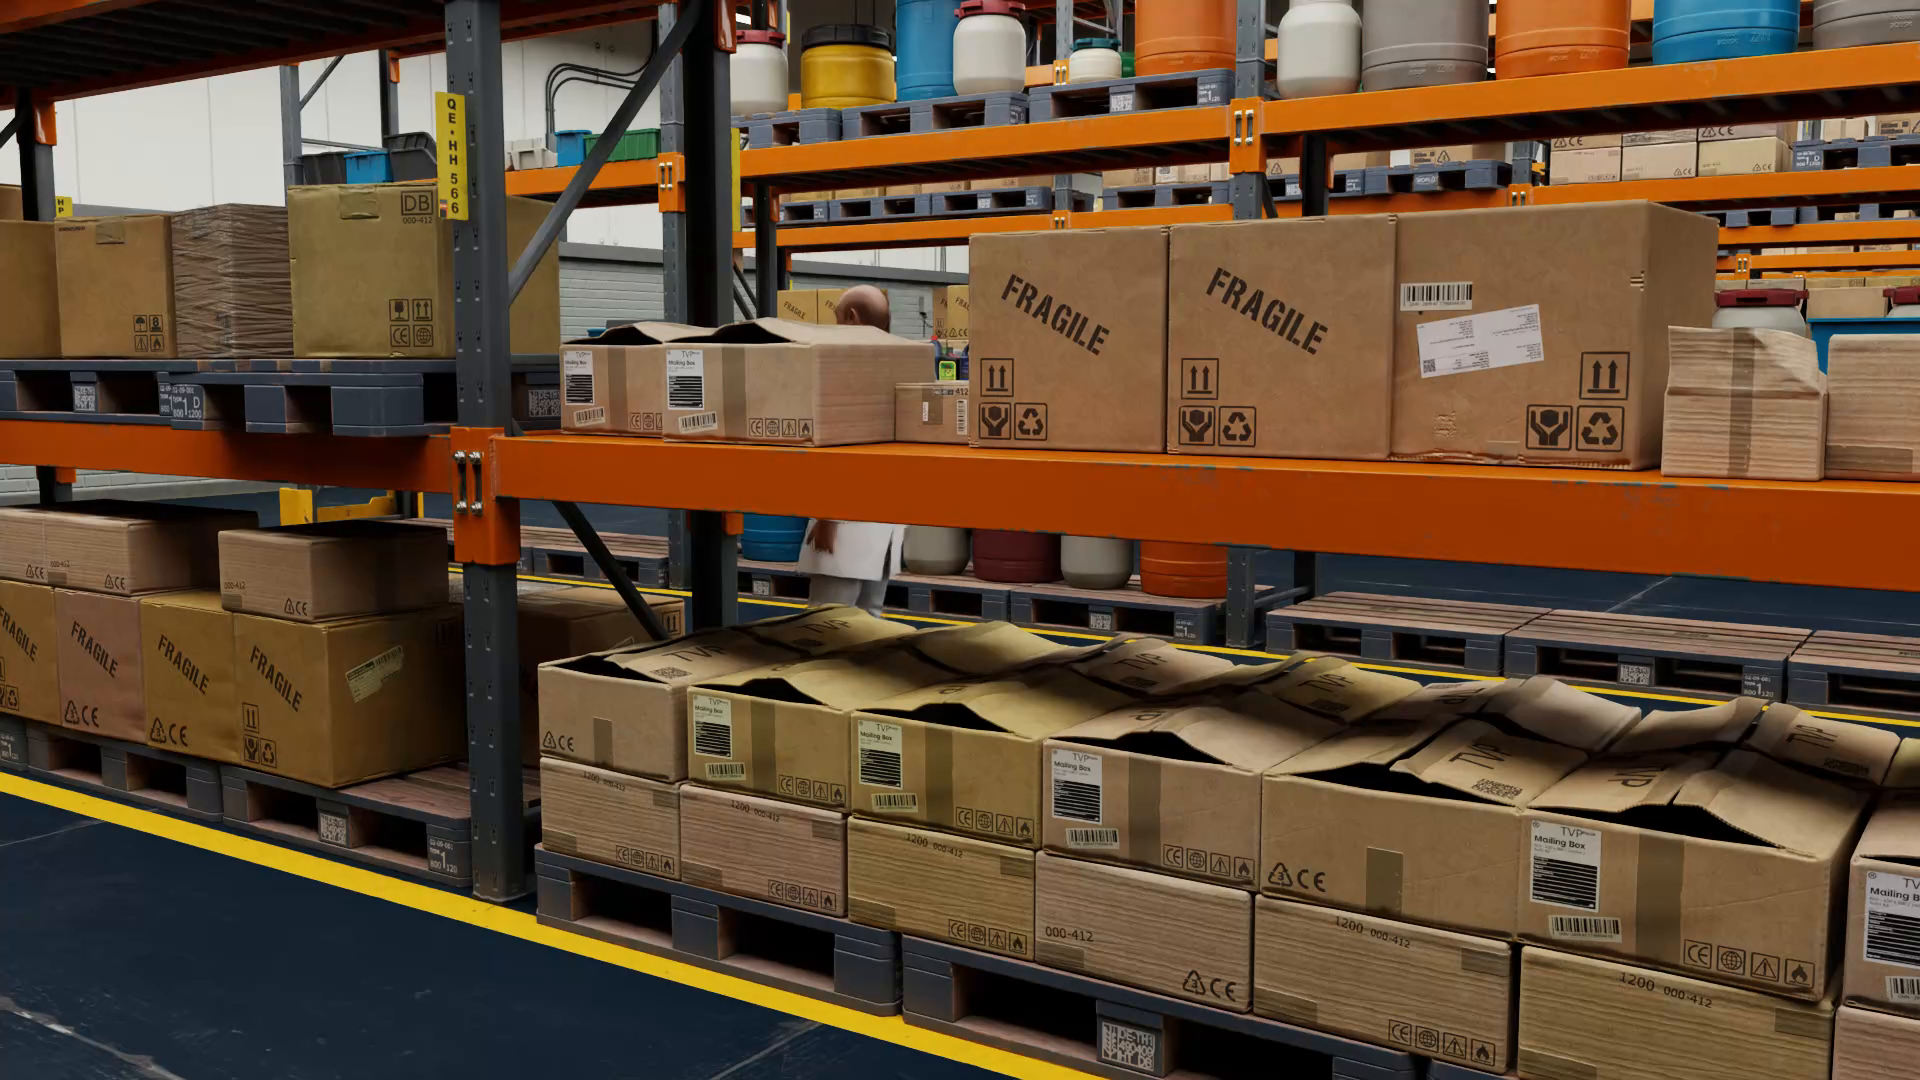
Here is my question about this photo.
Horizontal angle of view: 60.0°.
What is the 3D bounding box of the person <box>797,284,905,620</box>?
[{"bbox_3d":[-0.358,-0.080,6.359,0.670,1.780,0.610,2,7,21],"label":"person"}]
